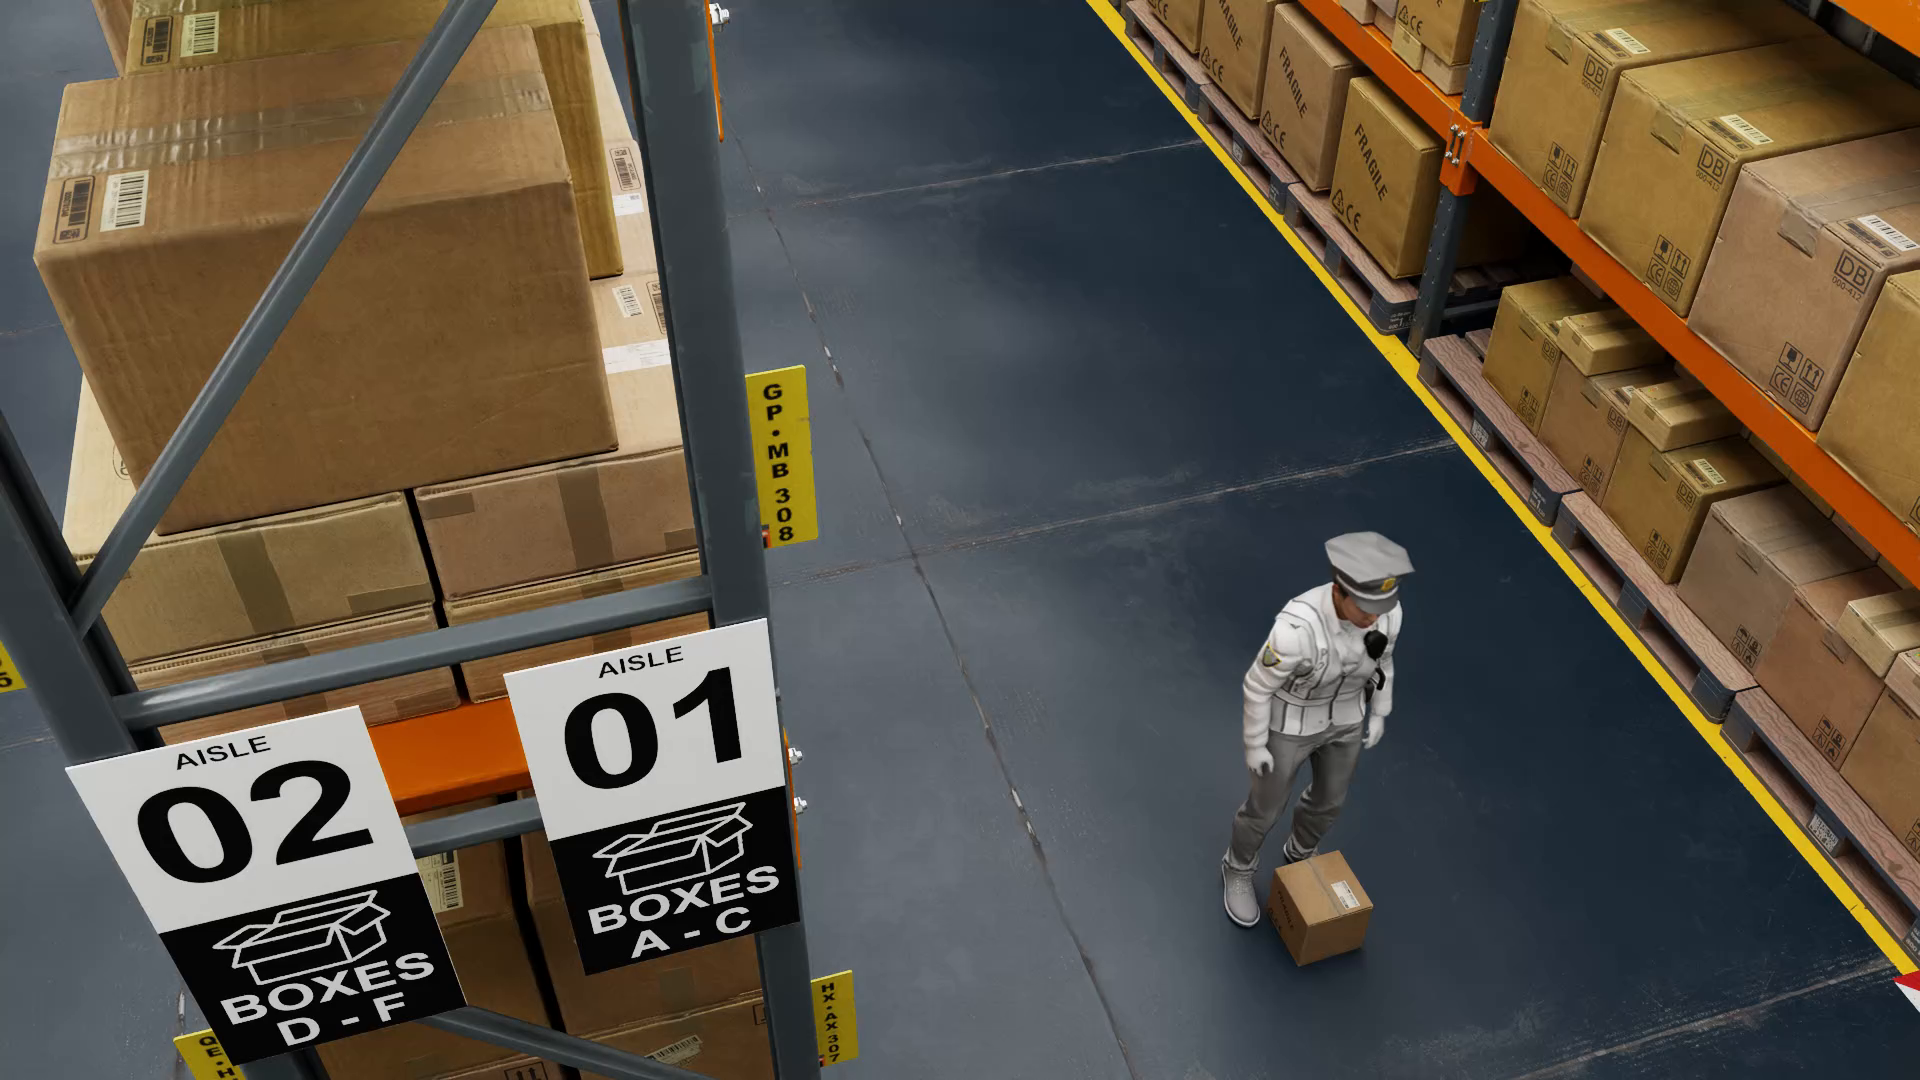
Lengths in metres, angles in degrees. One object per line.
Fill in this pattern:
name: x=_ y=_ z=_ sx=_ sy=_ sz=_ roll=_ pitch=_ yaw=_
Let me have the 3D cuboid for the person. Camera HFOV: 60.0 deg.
person: x=1.172 y=0.613 z=5.488 sx=0.531 sy=1.663 sz=0.377 roll=-12 pitch=44 yaw=-13
